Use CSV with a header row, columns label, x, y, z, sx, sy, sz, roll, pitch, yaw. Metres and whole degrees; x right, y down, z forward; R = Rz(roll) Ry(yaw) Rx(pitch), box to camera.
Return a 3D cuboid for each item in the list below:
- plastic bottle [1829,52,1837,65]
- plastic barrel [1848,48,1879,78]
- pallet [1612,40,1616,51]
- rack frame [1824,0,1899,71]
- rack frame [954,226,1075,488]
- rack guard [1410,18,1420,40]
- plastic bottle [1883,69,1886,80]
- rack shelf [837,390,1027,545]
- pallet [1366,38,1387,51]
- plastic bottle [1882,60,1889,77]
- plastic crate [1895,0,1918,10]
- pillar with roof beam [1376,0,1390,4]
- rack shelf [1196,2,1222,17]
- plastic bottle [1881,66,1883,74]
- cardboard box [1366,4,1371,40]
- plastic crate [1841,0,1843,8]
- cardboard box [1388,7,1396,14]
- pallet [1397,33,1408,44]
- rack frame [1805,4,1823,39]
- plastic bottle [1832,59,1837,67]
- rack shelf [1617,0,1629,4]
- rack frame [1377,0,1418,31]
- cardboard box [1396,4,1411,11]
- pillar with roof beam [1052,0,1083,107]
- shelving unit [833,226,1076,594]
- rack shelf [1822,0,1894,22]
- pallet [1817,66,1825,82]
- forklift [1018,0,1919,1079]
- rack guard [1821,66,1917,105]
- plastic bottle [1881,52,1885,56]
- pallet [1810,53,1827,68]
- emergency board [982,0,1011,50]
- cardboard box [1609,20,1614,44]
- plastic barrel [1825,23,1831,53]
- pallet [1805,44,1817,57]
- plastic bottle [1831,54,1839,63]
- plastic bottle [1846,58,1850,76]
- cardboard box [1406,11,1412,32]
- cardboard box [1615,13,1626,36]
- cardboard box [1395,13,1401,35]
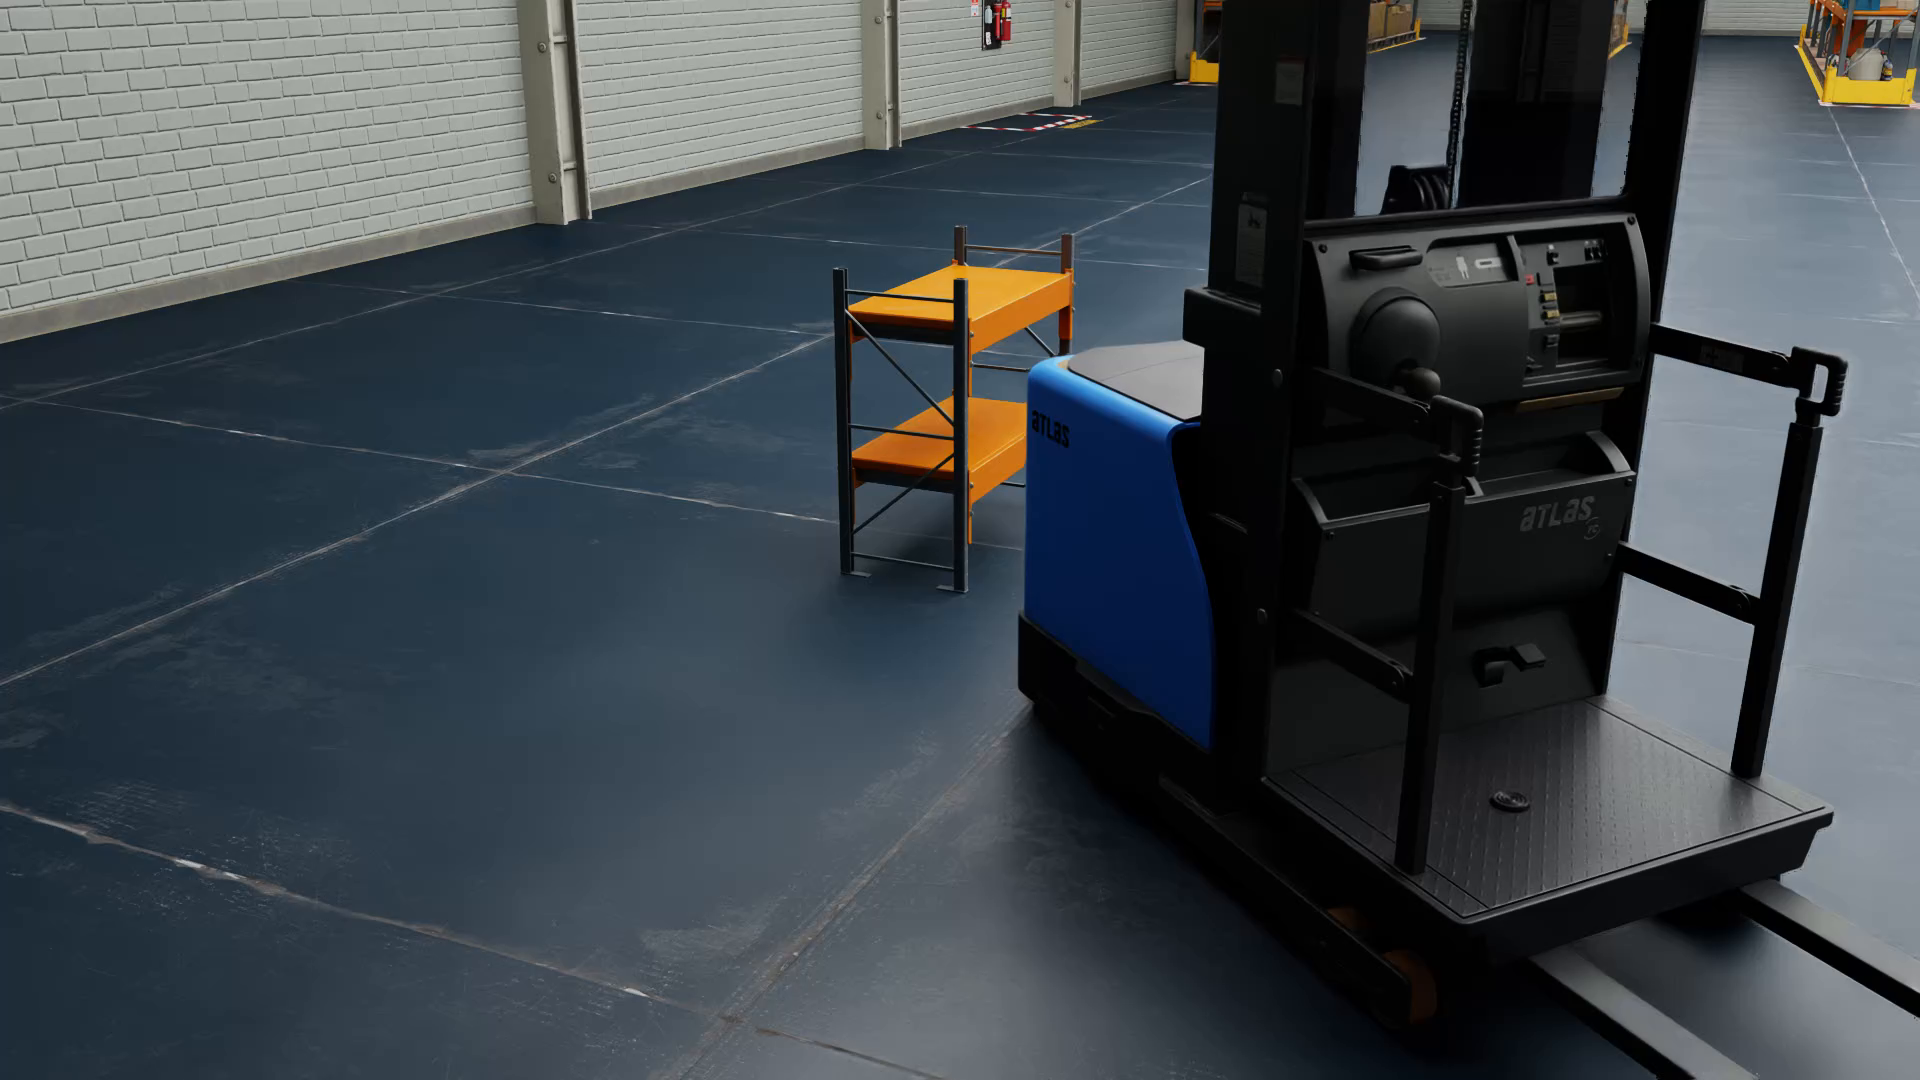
label,x,y,z,sx,sy,sz,roll,pitch,yaw
plastic bottle,14.407,-7.865,27.403,0.144,0.351,0.185,8,21,20
plastic barrel,13.961,-7.321,25.663,0.421,0.512,0.421,0,20,0
pallet,14.234,-11.175,37.577,1.003,0.211,1.213,9,21,23
rack frame,15.194,-9.153,27.729,1.000,3.000,0.127,9,21,23
rack frame,0.211,-0.687,6.723,0.500,1.125,0.032,9,21,23
rack guard,11.079,-13.010,42.305,1.175,0.500,0.348,9,21,23
plastic bottle,14.625,-7.362,26.213,0.097,0.201,0.097,0,20,0
rack shelf,0.003,-0.302,6.368,0.538,0.278,1.000,9,21,23
pallet,9.184,-11.398,38.203,1.003,0.211,1.213,9,21,23
plastic bottle,14.764,-7.499,26.493,0.097,0.271,0.097,0,20,0
plastic crate,14.216,-8.035,24.980,0.298,0.136,0.250,9,21,23
pillar with roof beam,15.313,-17.360,41.854,9.100,9.000,0.400,9,21,23
rack shelf,5.336,-9.562,29.953,1.077,0.370,4.000,9,21,23
plastic bottle,14.888,-7.559,26.766,0.097,0.201,0.097,0,20,0
cardboard box,8.579,-11.394,36.611,0.750,0.750,0.750,8,21,22
plastic crate,13.759,-8.252,25.417,0.499,0.251,0.408,9,21,23
cardboard box,10.138,-12.578,39.495,0.380,0.149,0.250,9,22,25
pallet,10.312,-12.240,40.571,1.003,0.211,1.213,9,21,23
rack frame,20.108,-12.821,38.044,1.000,3.000,0.127,9,21,23
plastic bottle,13.939,-7.517,26.527,0.061,0.283,0.133,9,22,24
rack shelf,14.771,-12.552,38.359,1.077,0.370,4.000,9,21,23
rack frame,11.069,-14.181,41.866,1.000,3.000,0.127,9,21,23
cardboard box,10.987,-13.214,41.285,0.380,0.149,0.250,8,21,22
pillar with roof beam,5.485,-10.024,21.225,9.100,9.000,0.400,9,21,23
shelving unit,0.003,-0.532,6.286,0.538,1.125,1.048,9,21,23
rack shelf,16.013,-9.425,29.568,1.077,0.370,4.000,9,21,23
pallet,15.480,-8.084,28.886,1.003,0.211,1.213,9,21,23
forklift,1.267,-0.508,3.523,1.130,2.935,3.031,-9,22,-24
rack guard,13.544,-6.782,24.793,1.175,0.500,0.348,9,21,23
plastic bottle,15.114,-7.817,27.269,0.144,0.351,0.185,7,21,20
pallet,17.116,-9.308,32.328,1.003,0.211,1.213,9,21,23
emergency board,0.511,-7.038,21.781,0.194,1.169,0.643,9,21,23
cardboard box,13.801,-10.969,35.908,0.500,0.500,0.500,9,21,23
plastic barrel,17.479,-9.934,32.899,0.600,0.588,0.708,9,21,23
pallet,18.735,-10.515,35.720,1.003,0.211,1.213,9,21,23
plastic bottle,14.157,-7.678,26.878,0.144,0.351,0.185,10,22,25
plastic bottle,14.379,-7.687,27.014,0.152,0.276,0.135,9,21,23
cardboard box,10.874,-12.973,41.574,0.700,0.500,0.500,9,21,23
cardboard box,15.592,-12.331,39.741,0.500,0.500,0.500,9,21,23
cardboard box,10.252,-12.502,40.250,0.700,0.500,0.500,9,22,24
